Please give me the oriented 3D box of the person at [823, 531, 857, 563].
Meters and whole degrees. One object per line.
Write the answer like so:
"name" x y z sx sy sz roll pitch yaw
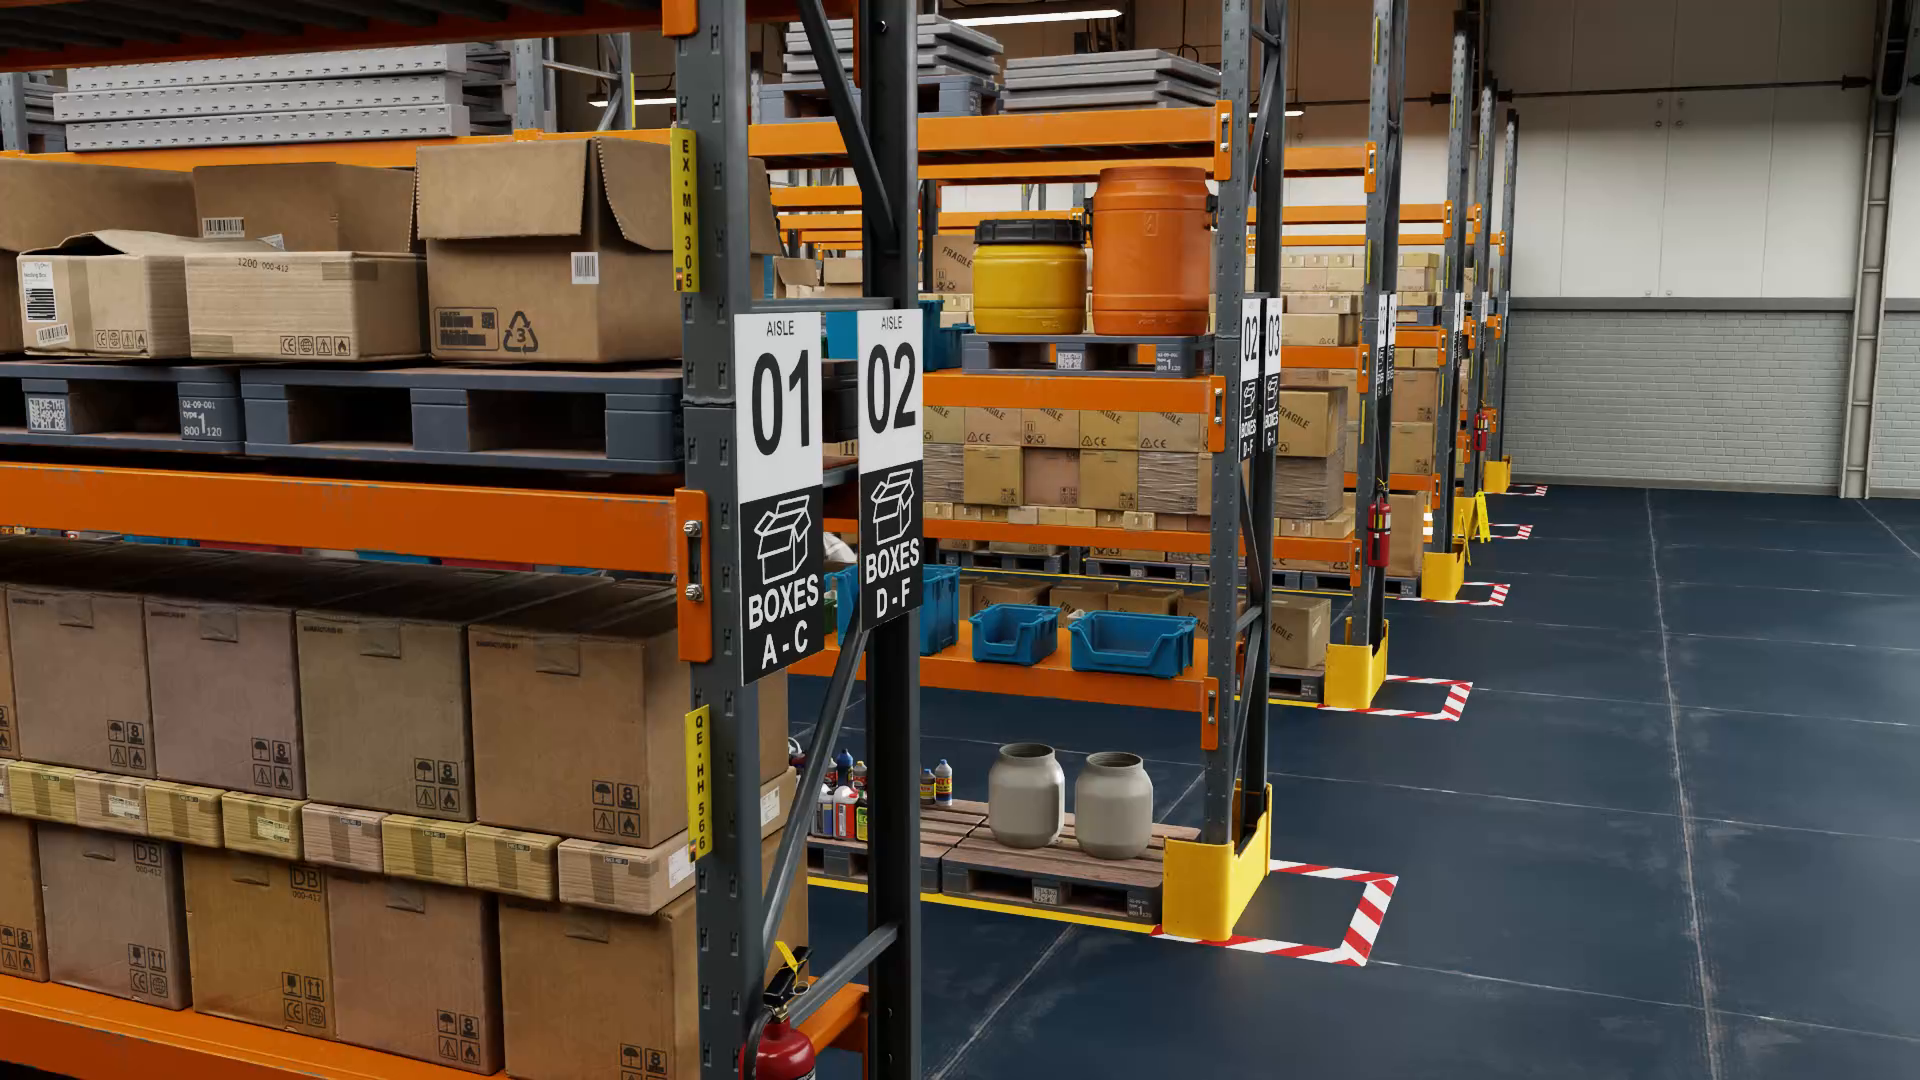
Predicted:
"person" -1.506 0.232 16.765 0.911 1.020 0.569 3 9 19
